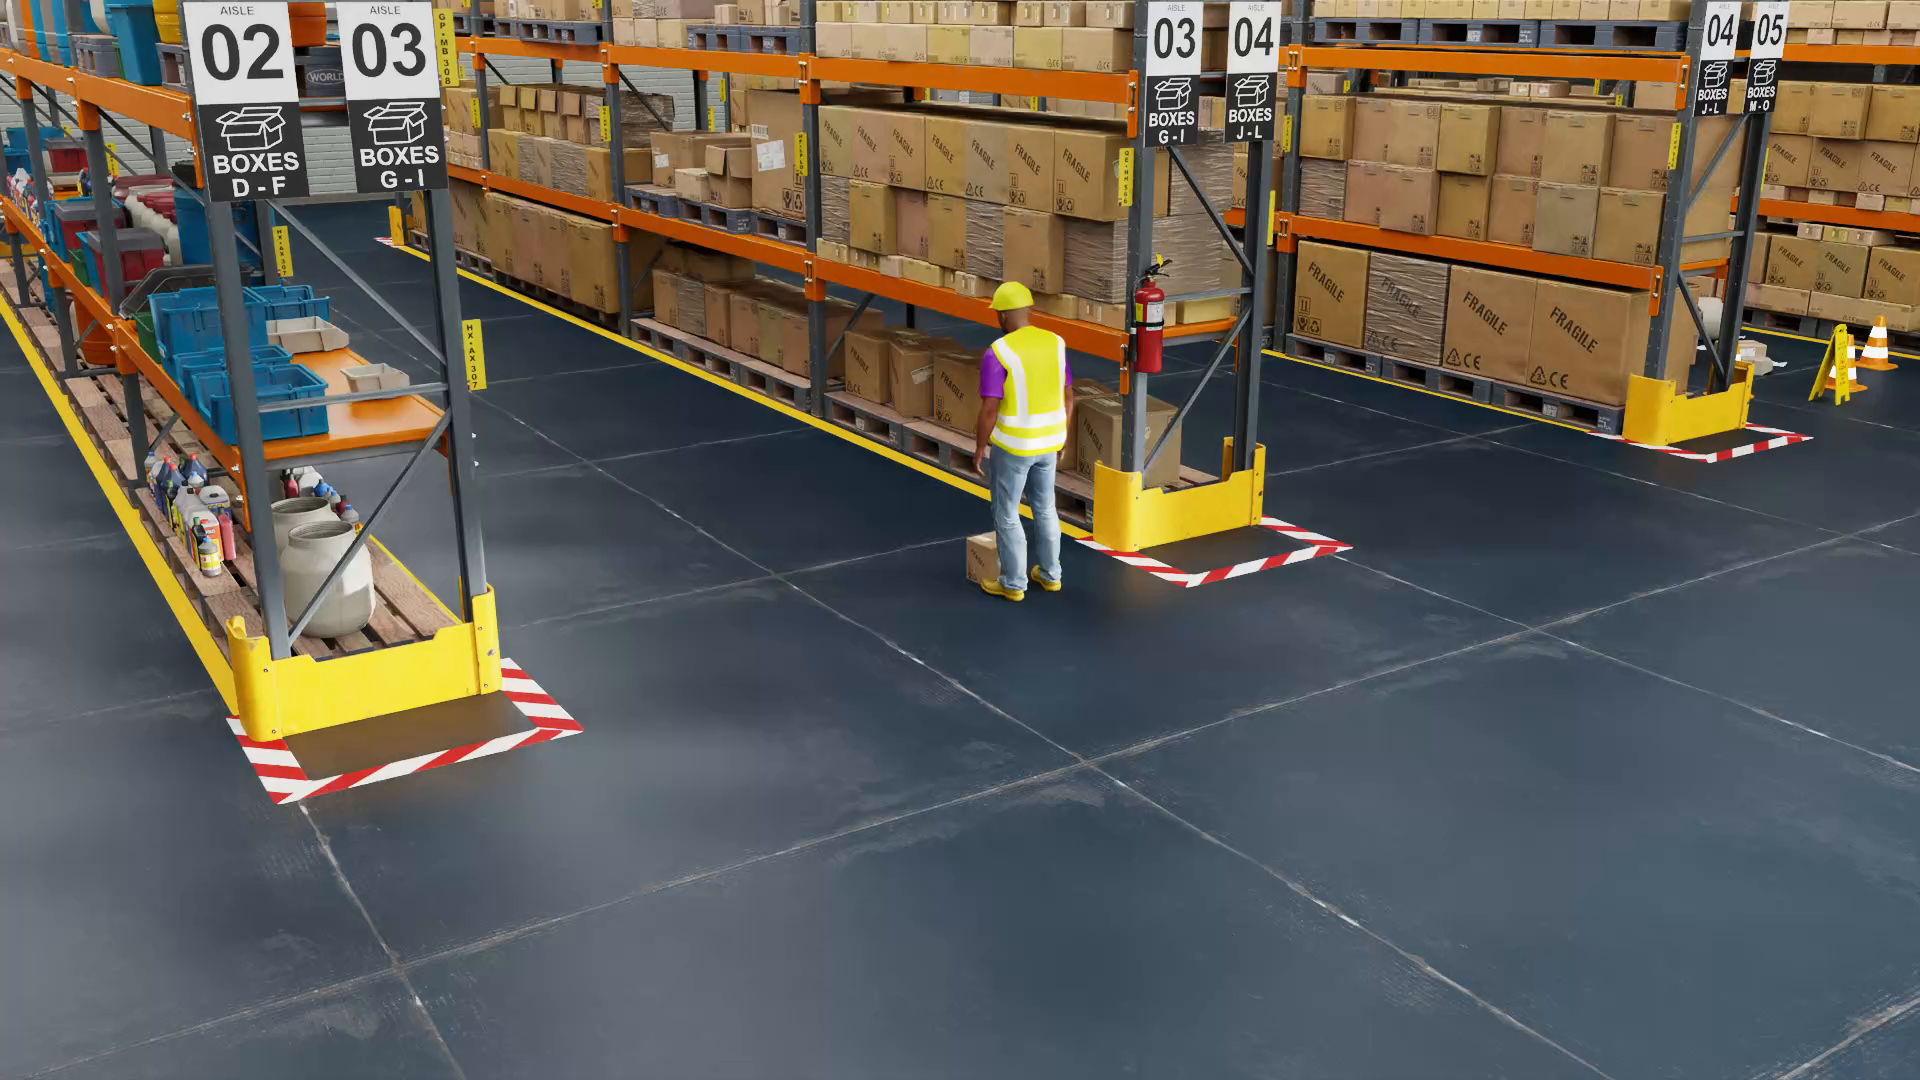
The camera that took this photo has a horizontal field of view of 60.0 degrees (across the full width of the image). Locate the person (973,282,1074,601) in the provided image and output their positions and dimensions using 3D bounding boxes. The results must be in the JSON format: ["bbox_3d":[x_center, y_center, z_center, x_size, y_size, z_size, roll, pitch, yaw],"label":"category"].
[{"bbox_3d":[0.342,-0.547,9.214,0.631,1.760,0.463,-12,21,-32],"label":"person"}]
